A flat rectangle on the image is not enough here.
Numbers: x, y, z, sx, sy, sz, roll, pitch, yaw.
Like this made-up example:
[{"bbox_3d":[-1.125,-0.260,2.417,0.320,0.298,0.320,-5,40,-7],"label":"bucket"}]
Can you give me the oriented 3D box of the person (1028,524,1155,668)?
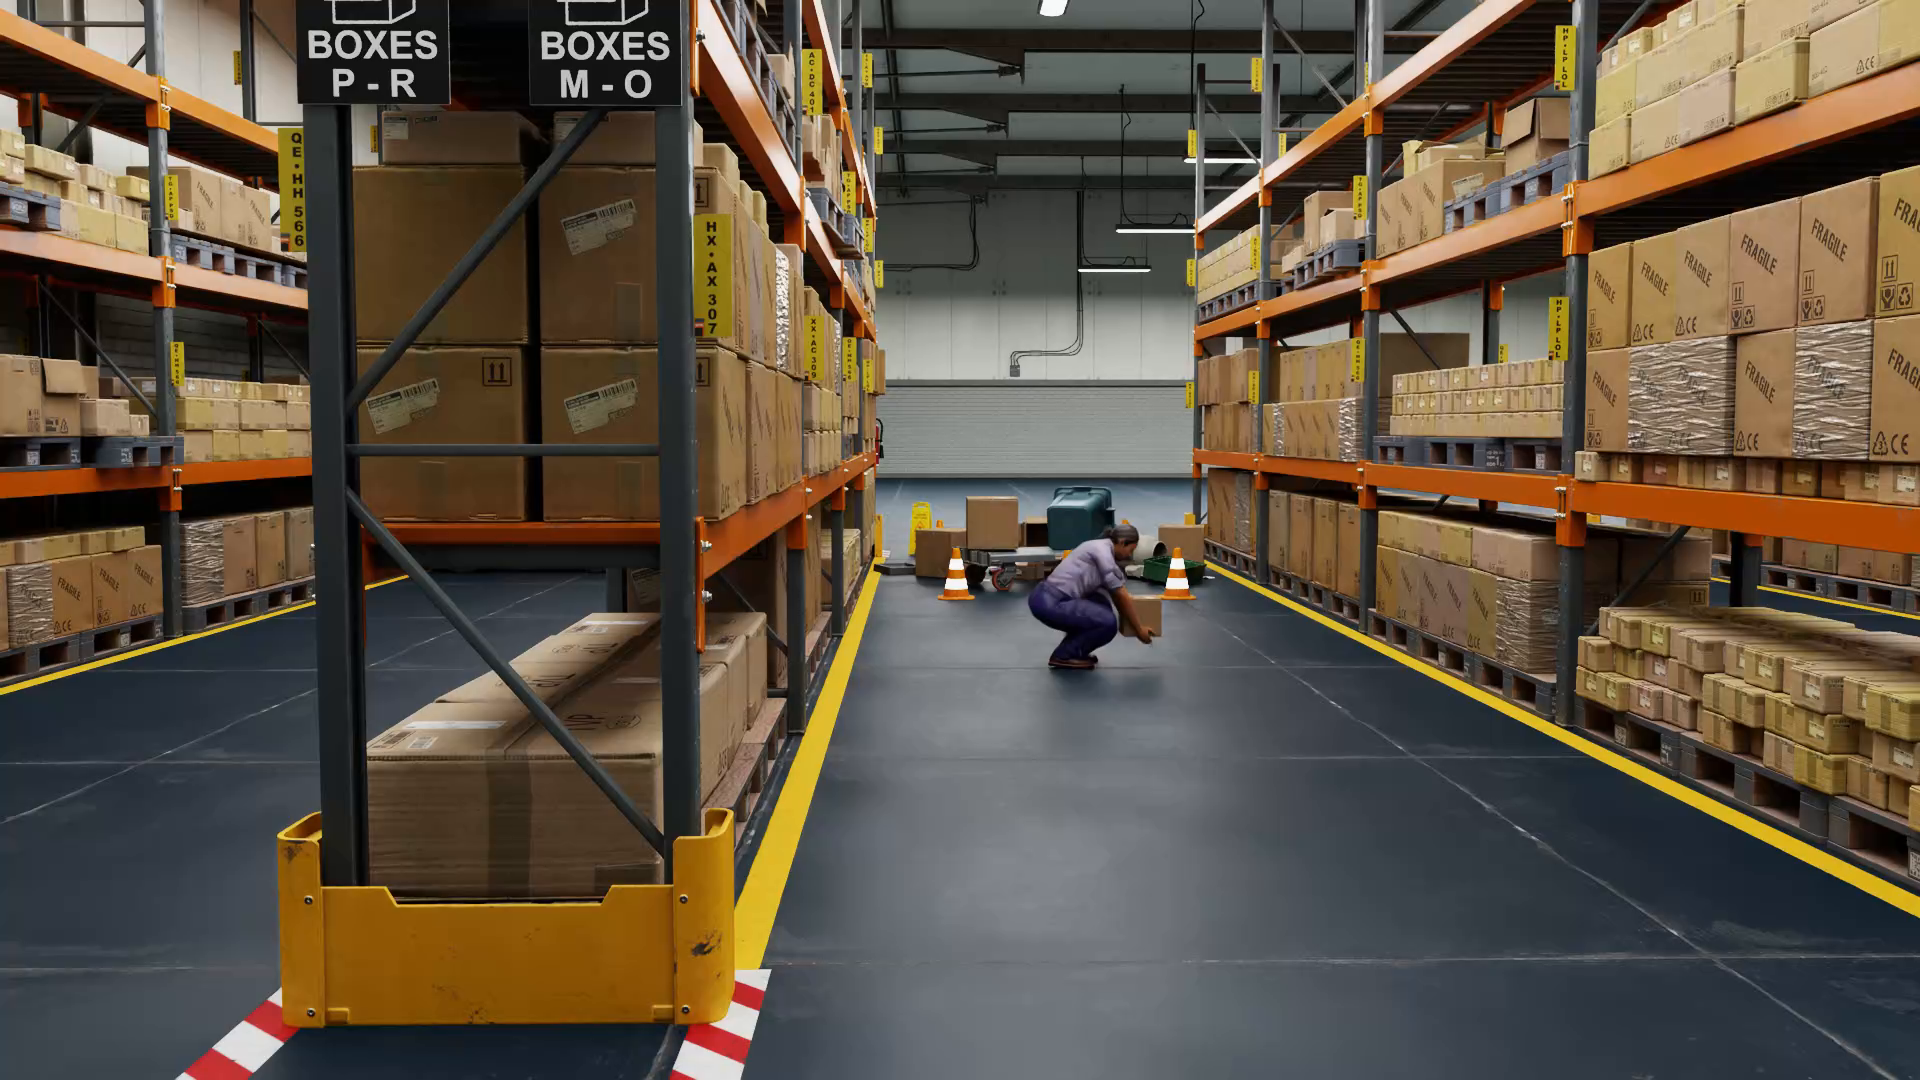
[{"bbox_3d":[0.867,0.368,11.007,0.837,0.944,0.505,0,4,-2],"label":"person"}]
